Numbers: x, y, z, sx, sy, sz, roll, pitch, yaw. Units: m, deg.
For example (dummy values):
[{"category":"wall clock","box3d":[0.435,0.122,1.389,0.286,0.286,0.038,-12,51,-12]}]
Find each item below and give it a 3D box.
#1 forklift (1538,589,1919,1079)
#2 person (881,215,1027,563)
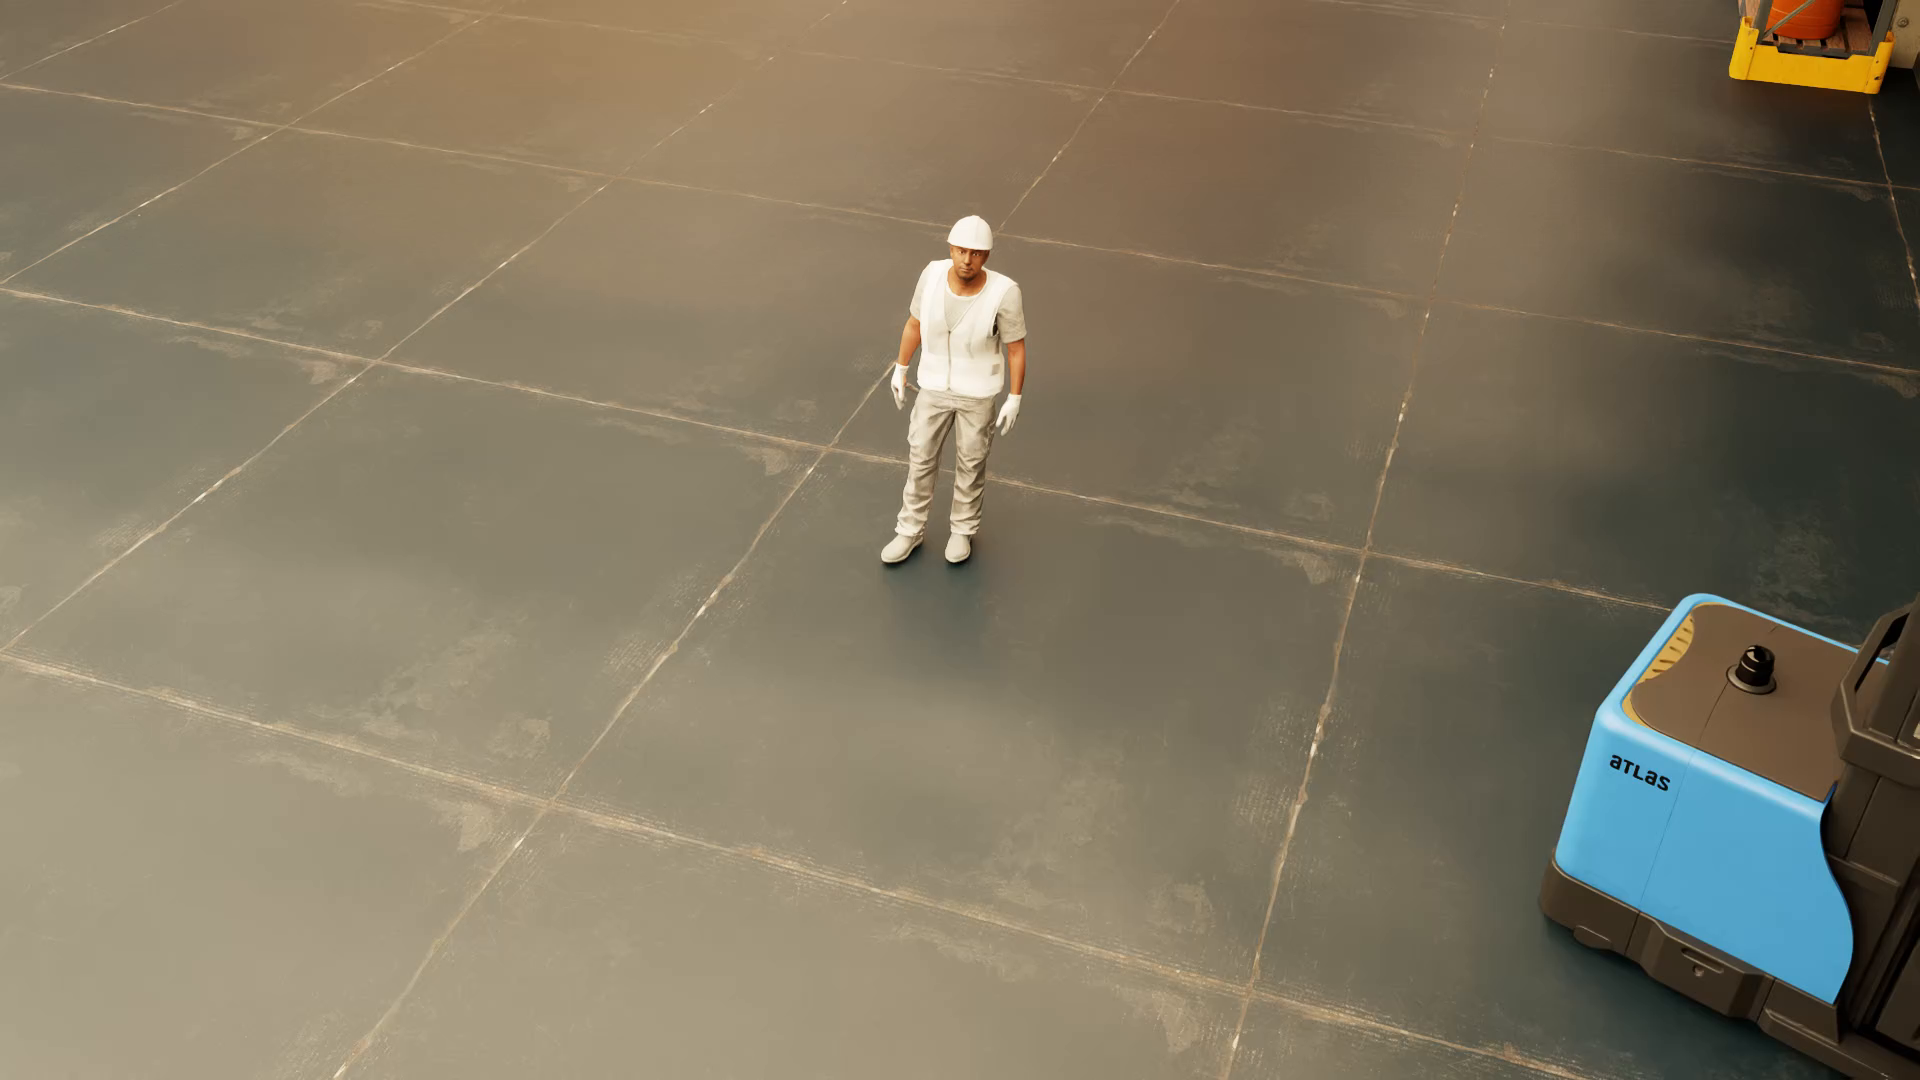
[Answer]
[{"category":"forklift","box3d":[3.726,0.622,5.233,3.031,2.935,1.130,25,43,31]},{"category":"person","box3d":[-0.032,-0.696,8.071,0.657,1.785,0.575,12,37,16]}]
